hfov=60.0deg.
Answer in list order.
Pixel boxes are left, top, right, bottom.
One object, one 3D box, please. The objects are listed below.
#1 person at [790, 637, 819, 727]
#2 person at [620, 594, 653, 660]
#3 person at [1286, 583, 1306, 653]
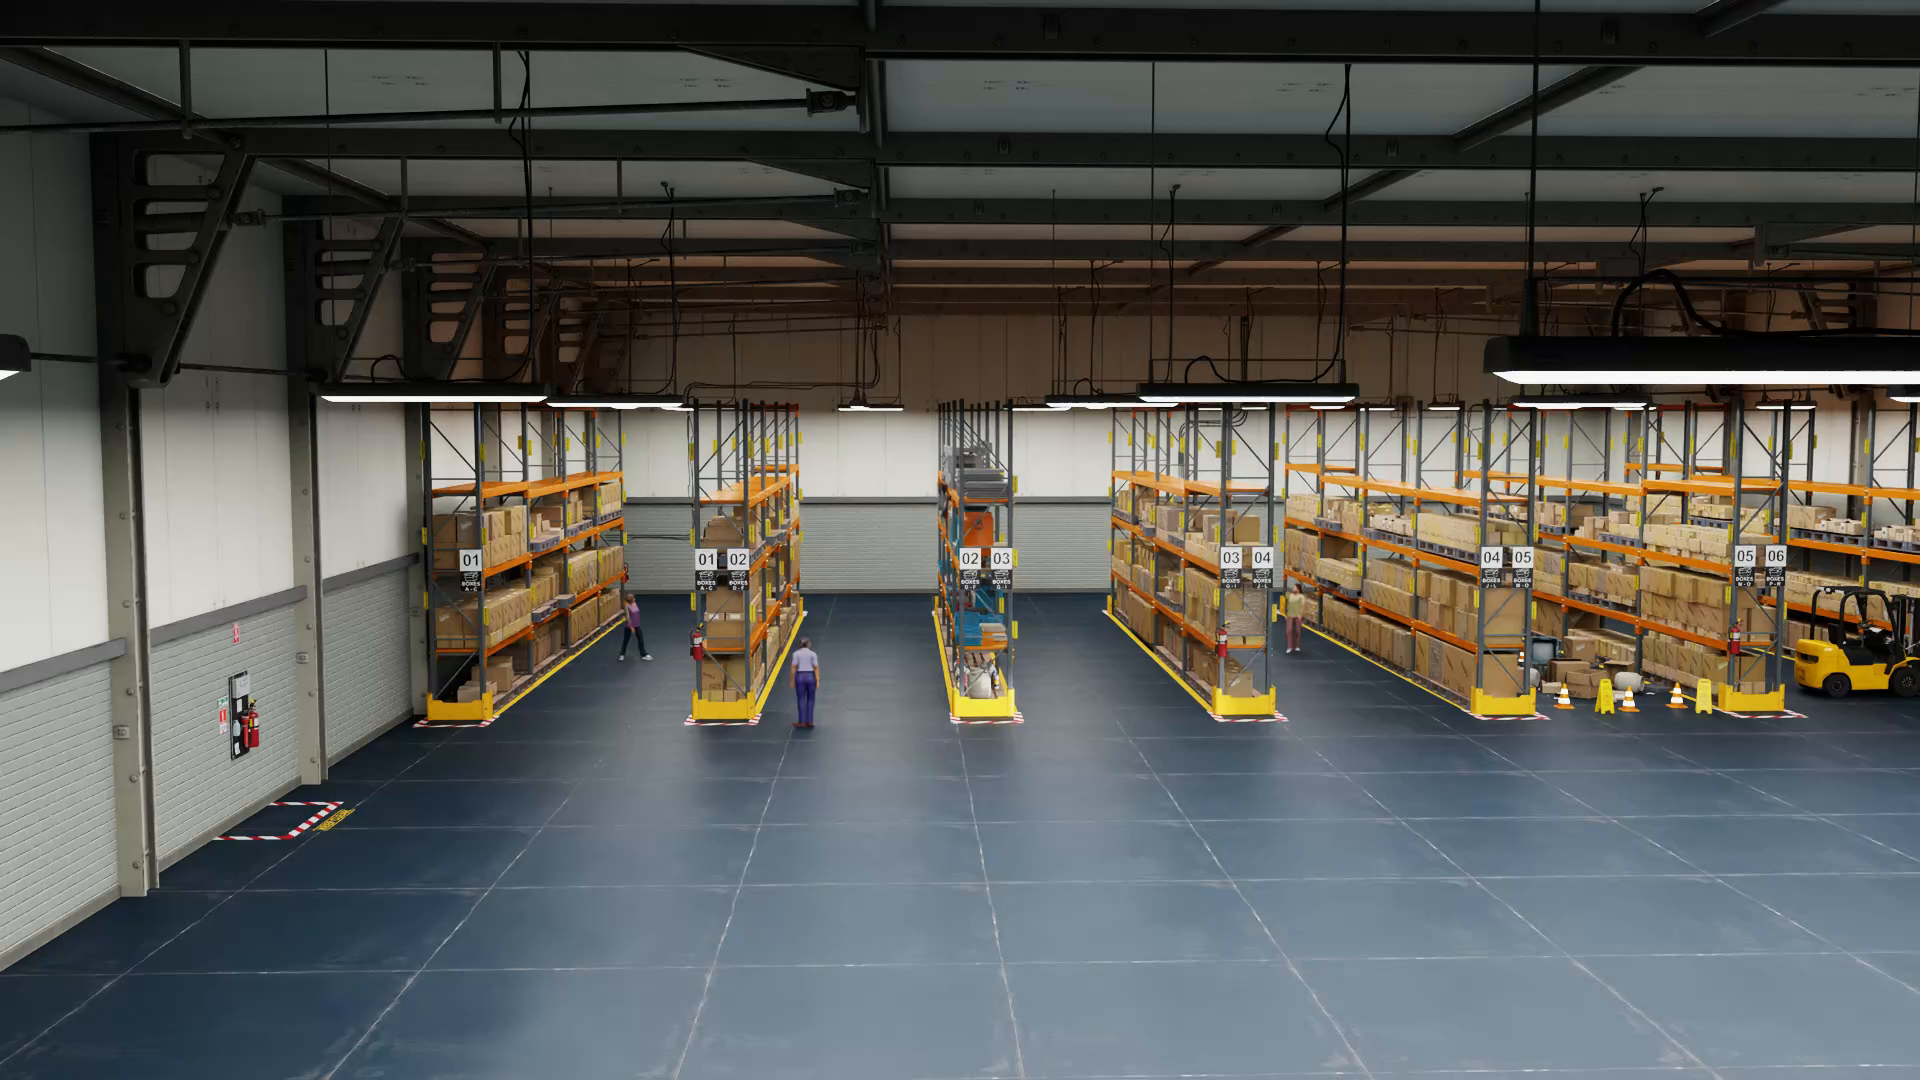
[{"bbox_3d":[-2.839,2.601,30.410,0.531,1.672,0.410,0,4,-2],"label":"person"},{"bbox_3d":[-7.547,2.014,38.503,0.771,1.548,0.511,4,6,42],"label":"person"},{"bbox_3d":[8.061,1.875,39.976,0.479,1.689,0.560,1,5,17],"label":"person"}]
